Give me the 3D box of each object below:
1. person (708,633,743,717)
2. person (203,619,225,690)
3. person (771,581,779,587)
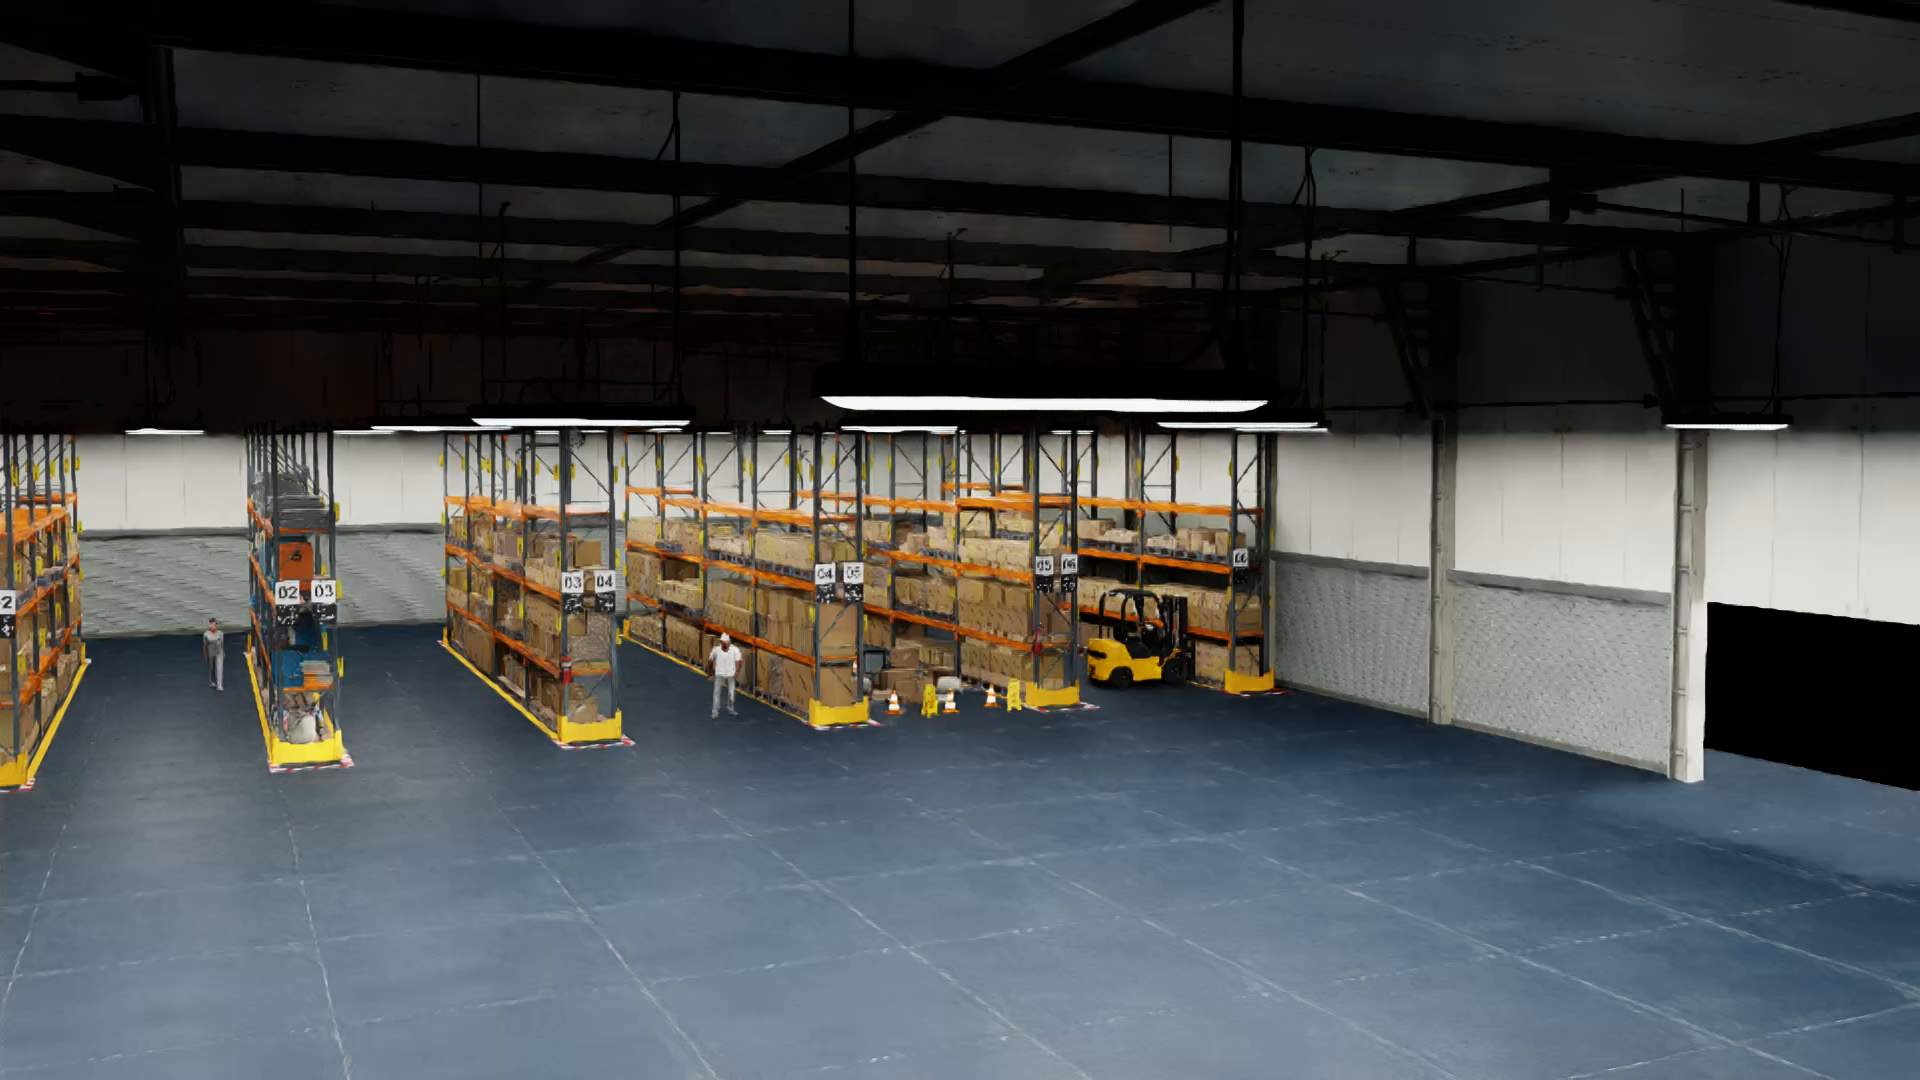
[{"bbox_3d":[-4.791,2.742,33.937,0.707,1.712,0.744,-1,4,-12],"label":"person"},{"bbox_3d":[-16.849,2.565,37.543,0.446,1.590,1.110,-1,4,-22],"label":"person"},{"bbox_3d":[-5.193,1.905,46.926,0.534,1.812,0.606,-1,4,-13],"label":"person"}]
